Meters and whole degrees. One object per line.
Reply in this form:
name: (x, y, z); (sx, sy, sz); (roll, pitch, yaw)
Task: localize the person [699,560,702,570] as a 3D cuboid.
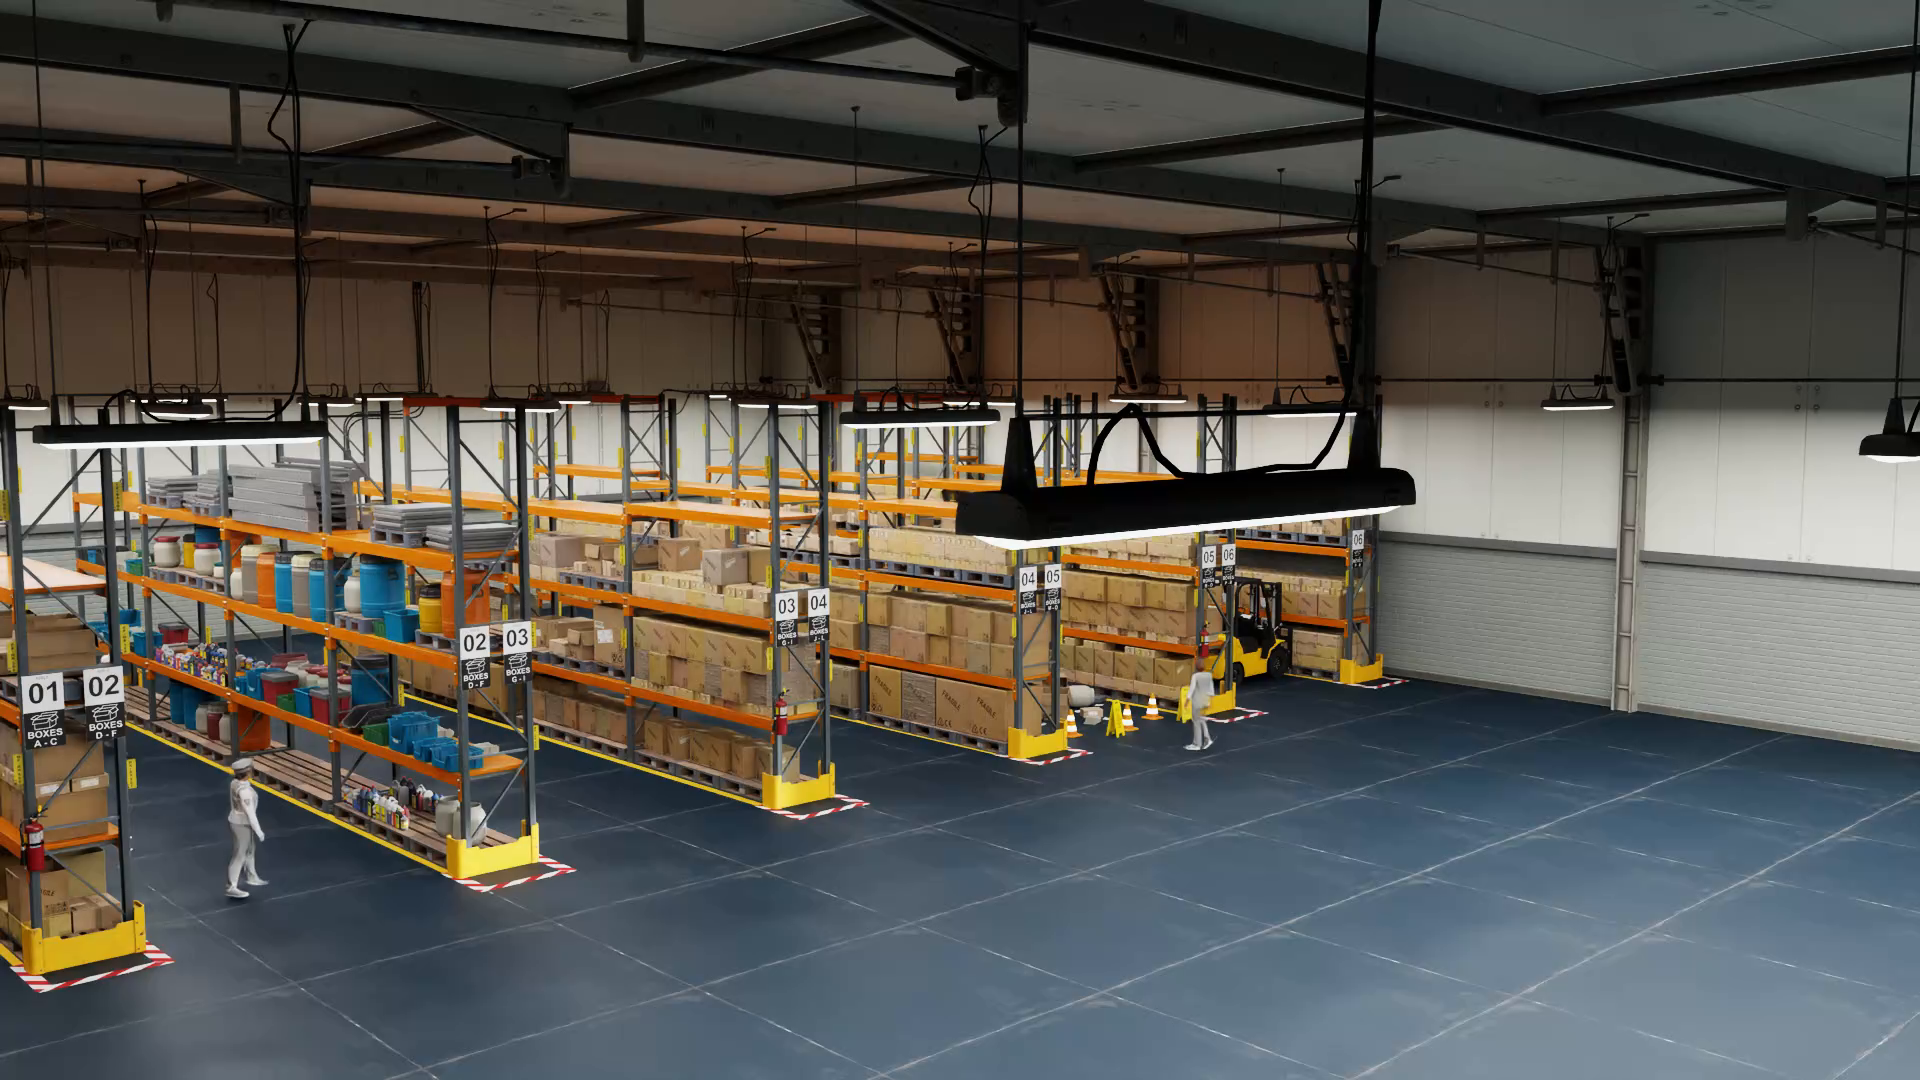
person: (-6.901, 1.128, 45.276); (0.510, 1.628, 0.732); (4, 7, 34)

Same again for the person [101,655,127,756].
person: (-14.294, 2.787, 27.993); (0.503, 1.706, 1.005); (-4, 7, -36)

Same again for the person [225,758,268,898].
person: (-8.821, 3.530, 20.497); (0.516, 1.709, 0.642); (-3, 6, -26)

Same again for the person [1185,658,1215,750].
person: (4.092, 2.806, 28.386); (0.445, 1.582, 0.402); (-4, 7, -32)
